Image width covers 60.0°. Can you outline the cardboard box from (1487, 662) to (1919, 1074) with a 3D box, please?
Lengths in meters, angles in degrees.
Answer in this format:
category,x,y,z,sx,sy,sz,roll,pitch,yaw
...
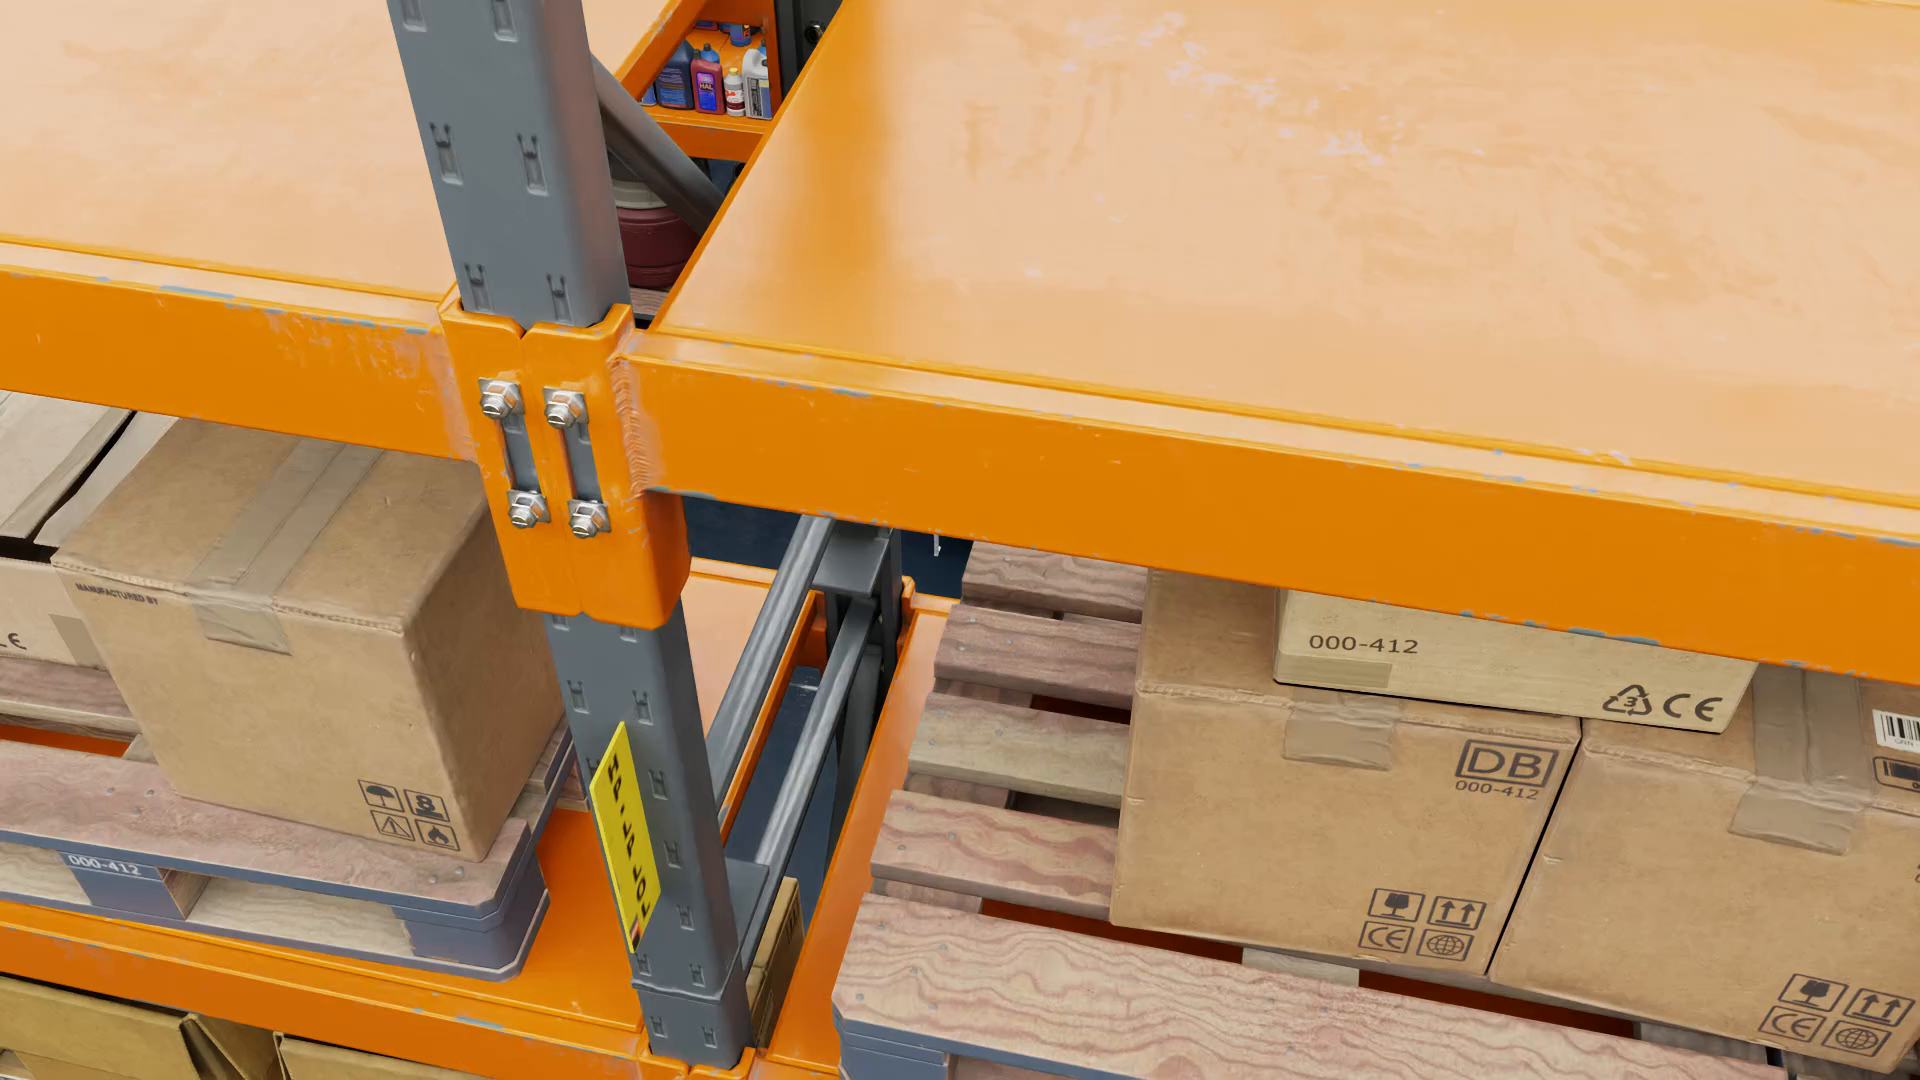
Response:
category,x,y,z,sx,sy,sz,roll,pitch,yaw
cardboard box,1.027,0.217,2.211,0.500,0.500,0.700,11,45,11

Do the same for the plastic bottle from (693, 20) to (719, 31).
category,x,y,z,sx,sy,sz,roll,pitch,yaw
plastic bottle,-1.195,-2.521,7.751,0.133,0.283,0.061,9,45,9

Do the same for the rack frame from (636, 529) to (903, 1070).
category,x,y,z,sx,sy,sz,roll,pitch,yaw
rack frame,-0.274,1.359,3.635,0.127,3.000,1.000,9,45,9

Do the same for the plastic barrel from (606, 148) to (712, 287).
category,x,y,z,sx,sy,sz,roll,pitch,yaw
plastic barrel,-1.513,-1.647,8.195,0.708,0.588,0.600,9,45,9

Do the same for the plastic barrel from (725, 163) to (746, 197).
category,x,y,z,sx,sy,sz,roll,pitch,yaw
plastic barrel,-0.942,-1.595,8.195,0.421,0.512,0.421,0,44,0

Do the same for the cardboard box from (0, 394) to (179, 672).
category,x,y,z,sx,sy,sz,roll,pitch,yaw
cardboard box,-1.325,-0.068,2.716,0.500,0.311,0.500,7,44,8

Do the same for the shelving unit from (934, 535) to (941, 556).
category,x,y,z,sx,sy,sz,roll,pitch,yaw
shelving unit,0.162,-0.407,6.768,0.503,1.200,0.258,9,45,9

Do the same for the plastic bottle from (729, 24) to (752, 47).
category,x,y,z,sx,sy,sz,roll,pitch,yaw
plastic bottle,-1.020,-2.418,7.652,0.097,0.271,0.097,0,44,0

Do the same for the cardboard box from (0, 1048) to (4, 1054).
category,x,y,z,sx,sy,sz,roll,pitch,yaw
cardboard box,-2.176,0.675,3.550,0.637,0.503,0.797,10,45,10

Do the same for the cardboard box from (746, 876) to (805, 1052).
category,x,y,z,sx,sy,sz,roll,pitch,yaw
cardboard box,-0.668,1.084,3.848,0.500,0.500,0.500,9,45,9

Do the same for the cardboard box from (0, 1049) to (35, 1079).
category,x,y,z,sx,sy,sz,roll,pitch,yaw
cardboard box,-1.783,1.283,3.642,0.500,0.500,0.500,8,45,9

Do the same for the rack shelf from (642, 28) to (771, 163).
category,x,y,z,sx,sy,sz,roll,pitch,yaw
rack shelf,-1.144,-2.036,7.682,4.000,0.370,1.077,9,45,9

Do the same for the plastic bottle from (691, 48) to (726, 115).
category,x,y,z,sx,sy,sz,roll,pitch,yaw
plastic bottle,-1.090,-1.983,7.191,0.133,0.283,0.061,9,45,9

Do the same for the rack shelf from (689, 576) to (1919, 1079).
category,x,y,z,sx,sy,sz,roll,pitch,yaw
rack shelf,1.678,0.840,2.530,4.000,0.370,1.077,9,45,9

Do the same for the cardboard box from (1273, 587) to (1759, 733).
category,x,y,z,sx,sy,sz,roll,pitch,yaw
cardboard box,0.642,-0.068,1.967,0.500,0.250,0.500,6,44,6

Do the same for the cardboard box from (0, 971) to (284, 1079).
category,x,y,z,sx,sy,sz,roll,pitch,yaw
cardboard box,-1.566,0.759,3.463,0.637,0.503,0.797,9,45,10

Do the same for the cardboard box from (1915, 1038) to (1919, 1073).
category,x,y,z,sx,sy,sz,roll,pitch,yaw
cardboard box,1.506,0.393,2.029,0.500,0.500,0.700,11,45,11

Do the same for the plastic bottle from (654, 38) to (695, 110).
category,x,y,z,sx,sy,sz,roll,pitch,yaw
plastic bottle,-1.236,-2.060,7.222,0.185,0.351,0.144,9,45,9

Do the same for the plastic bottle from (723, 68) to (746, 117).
category,x,y,z,sx,sy,sz,roll,pitch,yaw
plastic bottle,-0.973,-1.948,7.214,0.097,0.201,0.097,0,44,0

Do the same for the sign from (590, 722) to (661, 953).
category,x,y,z,sx,sy,sz,roll,pitch,yaw
sign,-0.383,0.347,1.923,0.005,0.325,0.100,9,45,9

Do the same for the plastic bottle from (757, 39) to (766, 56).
category,x,y,z,sx,sy,sz,roll,pitch,yaw
plastic bottle,-0.845,-2.062,7.282,0.097,0.271,0.097,0,44,0

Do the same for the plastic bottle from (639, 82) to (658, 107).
category,x,y,z,sx,sy,sz,roll,pitch,yaw
plastic bottle,-1.391,-2.059,7.276,0.135,0.276,0.152,9,45,9

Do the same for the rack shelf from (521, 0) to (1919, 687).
category,x,y,z,sx,sy,sz,roll,pitch,yaw
rack shelf,1.678,-0.096,1.628,4.000,0.370,1.077,9,45,9

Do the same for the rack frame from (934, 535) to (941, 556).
category,x,y,z,sx,sy,sz,roll,pitch,yaw
rack frame,-0.077,-0.444,6.806,0.015,1.200,0.240,9,45,9

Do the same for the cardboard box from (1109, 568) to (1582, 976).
category,x,y,z,sx,sy,sz,roll,pitch,yaw
cardboard box,0.503,0.133,2.299,0.500,0.500,0.700,6,44,7

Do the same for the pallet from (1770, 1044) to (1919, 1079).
category,x,y,z,sx,sy,sz,roll,pitch,yaw
pallet,1.709,0.628,2.296,1.213,0.211,1.003,9,45,9

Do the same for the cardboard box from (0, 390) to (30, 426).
category,x,y,z,sx,sy,sz,roll,pitch,yaw
cardboard box,-1.694,-0.109,2.876,0.250,0.149,0.380,7,44,7

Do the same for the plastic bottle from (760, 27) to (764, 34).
category,x,y,z,sx,sy,sz,roll,pitch,yaw
plastic bottle,-0.893,-2.500,7.738,0.097,0.271,0.097,0,44,0

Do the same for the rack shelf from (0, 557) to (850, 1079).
category,x,y,z,sx,sy,sz,roll,pitch,yaw
rack shelf,-2.226,0.235,3.159,4.000,0.370,1.077,9,45,9

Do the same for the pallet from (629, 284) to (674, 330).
category,x,y,z,sx,sy,sz,roll,pitch,yaw
pallet,-1.131,-1.316,8.425,1.213,0.211,1.003,9,45,9

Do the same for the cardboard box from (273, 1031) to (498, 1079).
category,x,y,z,sx,sy,sz,roll,pitch,yaw
cardboard box,-0.899,0.871,3.347,0.637,0.503,0.797,8,44,8

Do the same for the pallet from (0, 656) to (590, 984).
category,x,y,z,sx,sy,sz,roll,pitch,yaw
pallet,-1.179,0.242,2.771,1.217,0.209,0.805,7,44,7

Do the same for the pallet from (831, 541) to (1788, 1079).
category,x,y,z,sx,sy,sz,roll,pitch,yaw
pallet,0.522,0.441,2.489,1.213,0.211,1.003,9,45,9

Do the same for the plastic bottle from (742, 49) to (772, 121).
category,x,y,z,sx,sy,sz,roll,pitch,yaw
plastic bottle,-0.854,-1.976,7.190,0.135,0.276,0.152,9,45,9

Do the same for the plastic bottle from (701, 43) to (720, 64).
category,x,y,z,sx,sy,sz,roll,pitch,yaw
plastic bottle,-1.090,-2.035,7.254,0.097,0.271,0.097,0,44,0

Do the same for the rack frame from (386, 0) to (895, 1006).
category,x,y,z,sx,sy,sz,roll,pitch,yaw
rack frame,-0.274,-0.802,1.555,0.127,3.000,1.000,9,45,9

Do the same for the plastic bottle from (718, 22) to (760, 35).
category,x,y,z,sx,sy,sz,roll,pitch,yaw
plastic bottle,-1.036,-2.535,7.716,0.185,0.351,0.144,9,45,9

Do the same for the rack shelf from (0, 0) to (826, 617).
category,x,y,z,sx,sy,sz,roll,pitch,yaw
rack shelf,-2.226,-0.702,2.257,4.000,0.370,1.077,9,45,9

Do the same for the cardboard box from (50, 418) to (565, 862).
category,x,y,z,sx,sy,sz,roll,pitch,yaw
cardboard box,-0.842,0.010,2.499,0.500,0.500,0.700,10,45,10
